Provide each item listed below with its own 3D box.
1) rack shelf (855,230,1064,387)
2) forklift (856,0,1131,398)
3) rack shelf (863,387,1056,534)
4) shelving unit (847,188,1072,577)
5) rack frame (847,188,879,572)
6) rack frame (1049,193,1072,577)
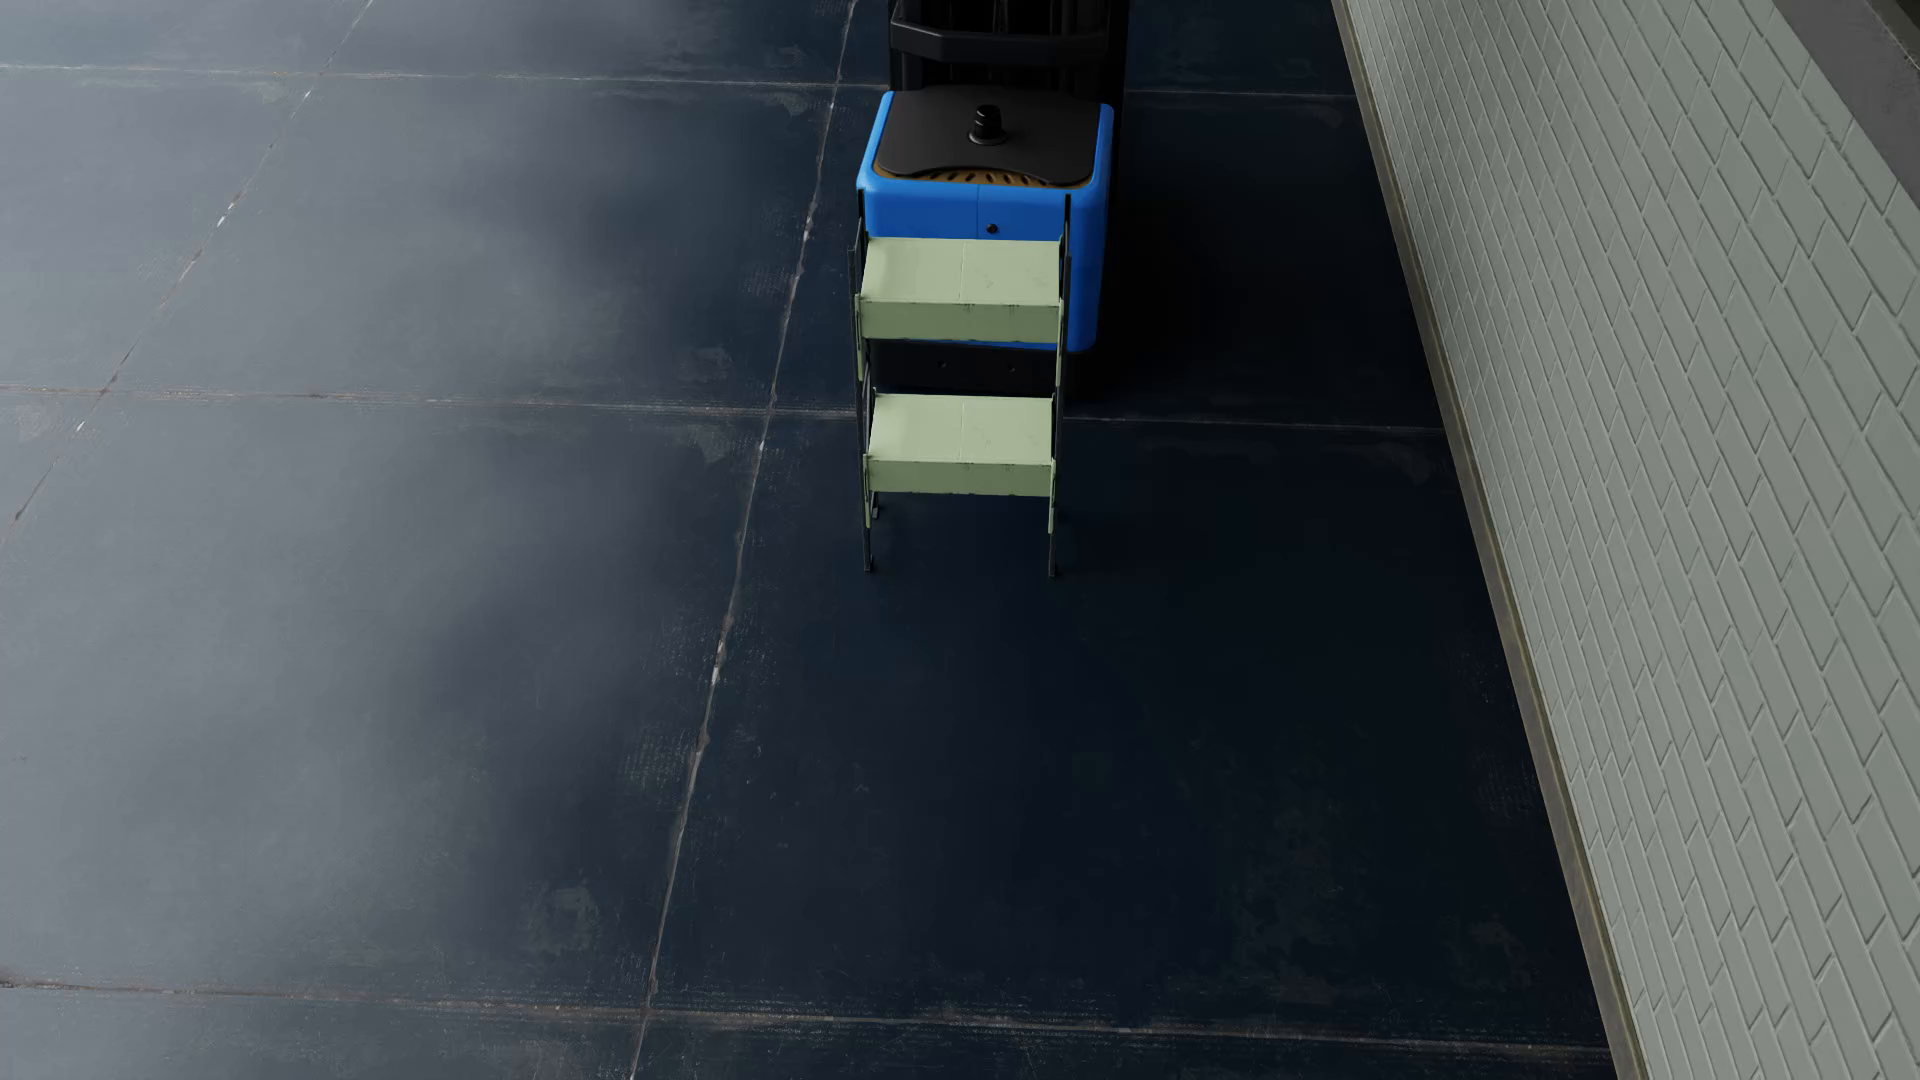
[{"bbox_3d":[0.007,-0.834,5.973,0.720,0.370,0.431,2,43,2],"label":"rack shelf"},{"bbox_3d":[0.246,-2.704,7.502,1.130,2.935,3.031,5,43,5],"label":"forklift"},{"bbox_3d":[0.007,-0.310,6.461,0.720,0.370,0.431,2,43,2],"label":"rack shelf"},{"bbox_3d":[0.007,-0.549,6.239,0.755,1.500,0.431,2,43,2],"label":"shelving unit"},{"bbox_3d":[-0.359,-0.560,6.251,0.023,1.500,0.400,2,43,2],"label":"rack frame"},{"bbox_3d":[0.372,-0.537,6.227,0.023,1.500,0.400,2,43,2],"label":"rack frame"}]
